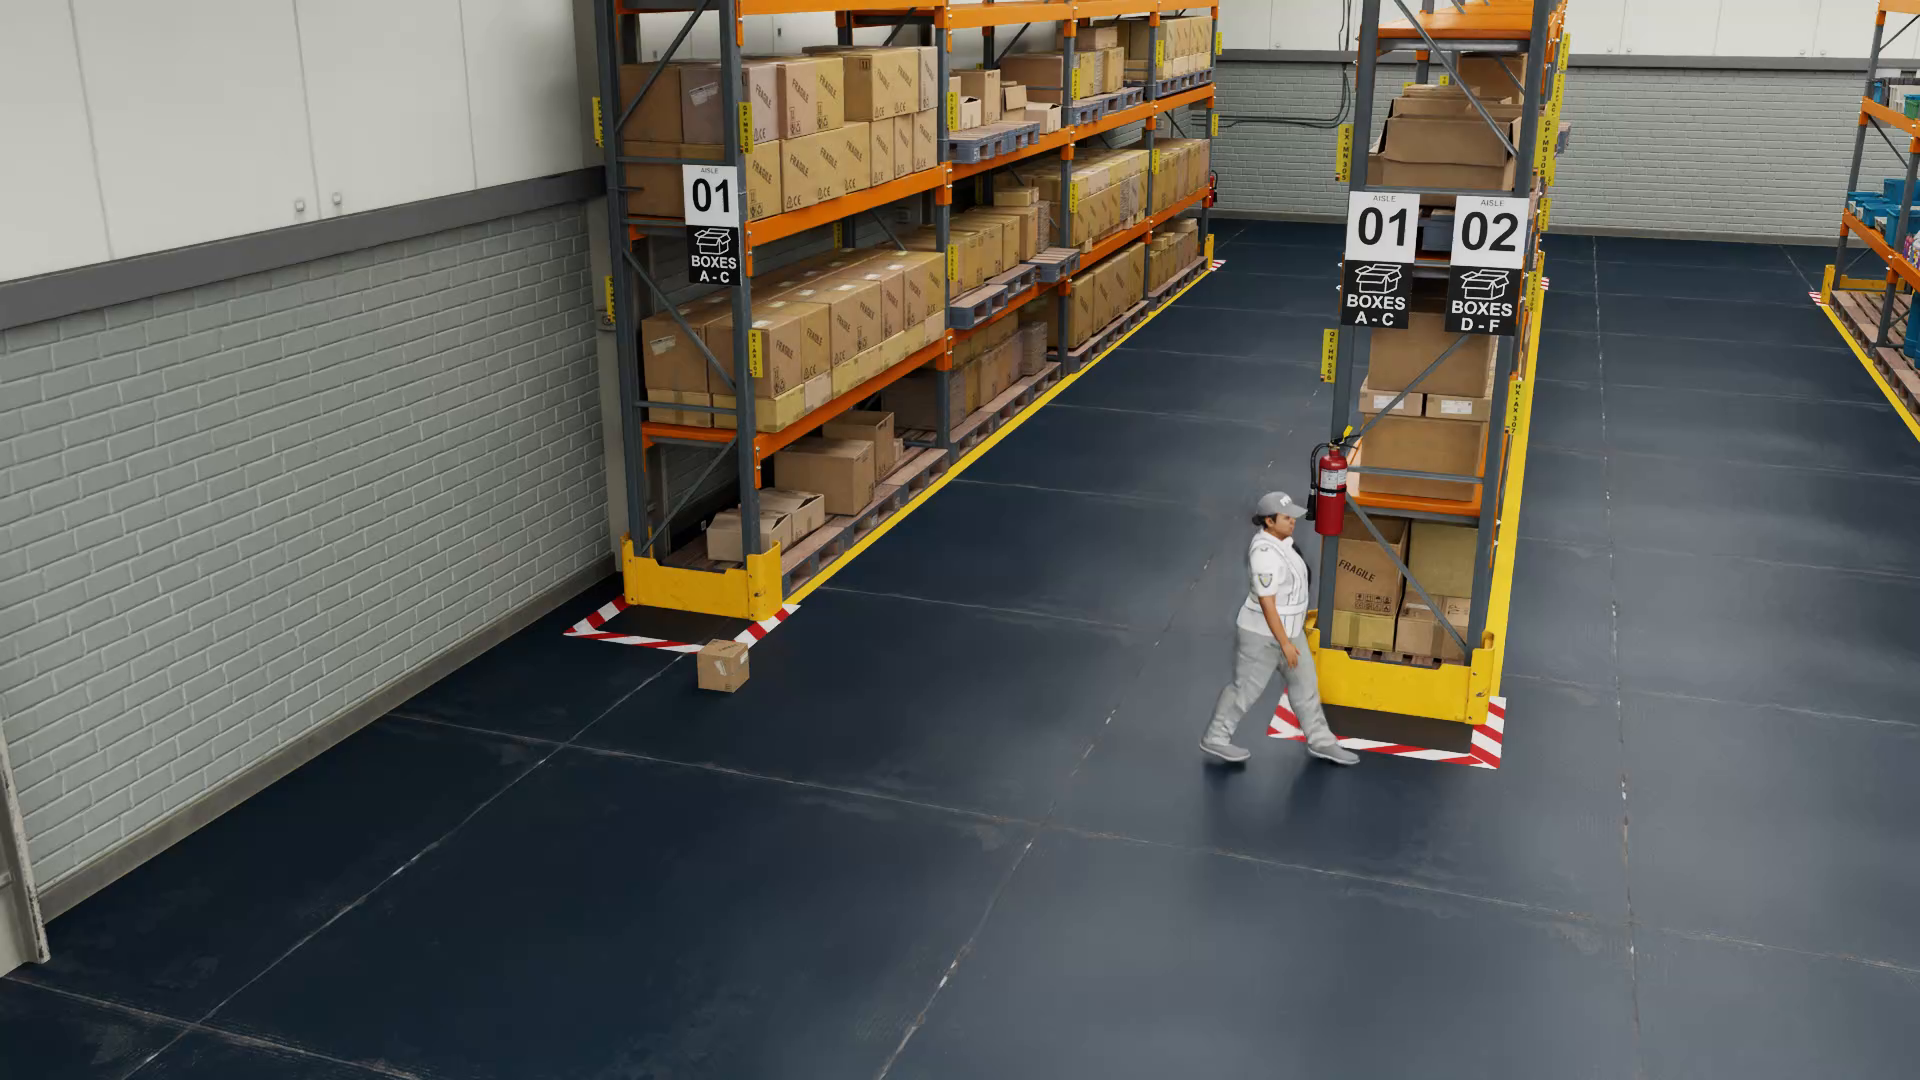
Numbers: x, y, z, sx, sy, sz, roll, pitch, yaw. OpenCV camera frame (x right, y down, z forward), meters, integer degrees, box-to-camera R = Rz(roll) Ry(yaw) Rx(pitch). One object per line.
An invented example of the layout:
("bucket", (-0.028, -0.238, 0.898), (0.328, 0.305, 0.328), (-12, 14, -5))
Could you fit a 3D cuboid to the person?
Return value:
("person", (1.857, 0.529, 9.487), (0.890, 1.641, 0.511), (8, 20, 22))
